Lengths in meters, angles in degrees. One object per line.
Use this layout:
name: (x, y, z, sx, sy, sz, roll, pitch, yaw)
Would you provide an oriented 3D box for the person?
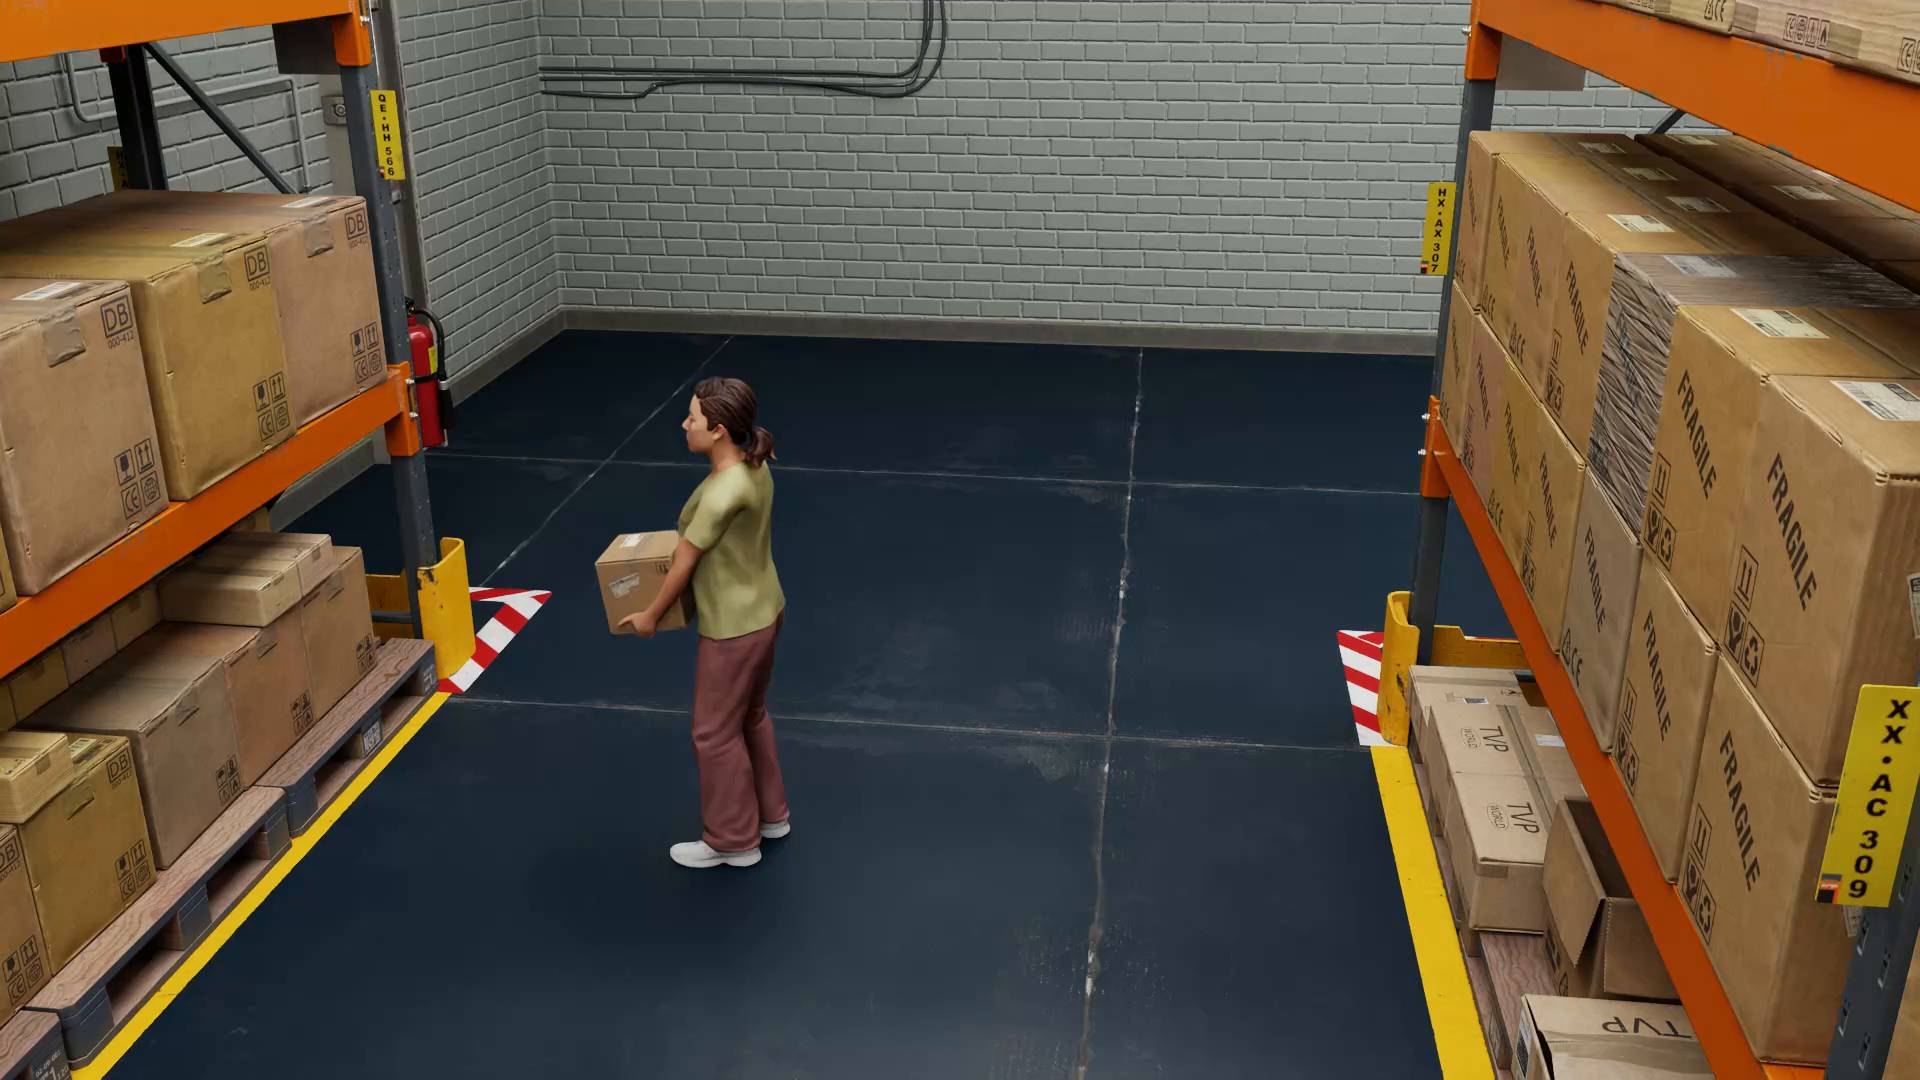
person: (-0.817, 0.279, 5.385, 0.514, 1.669, 0.406, 2, 21, 6)
